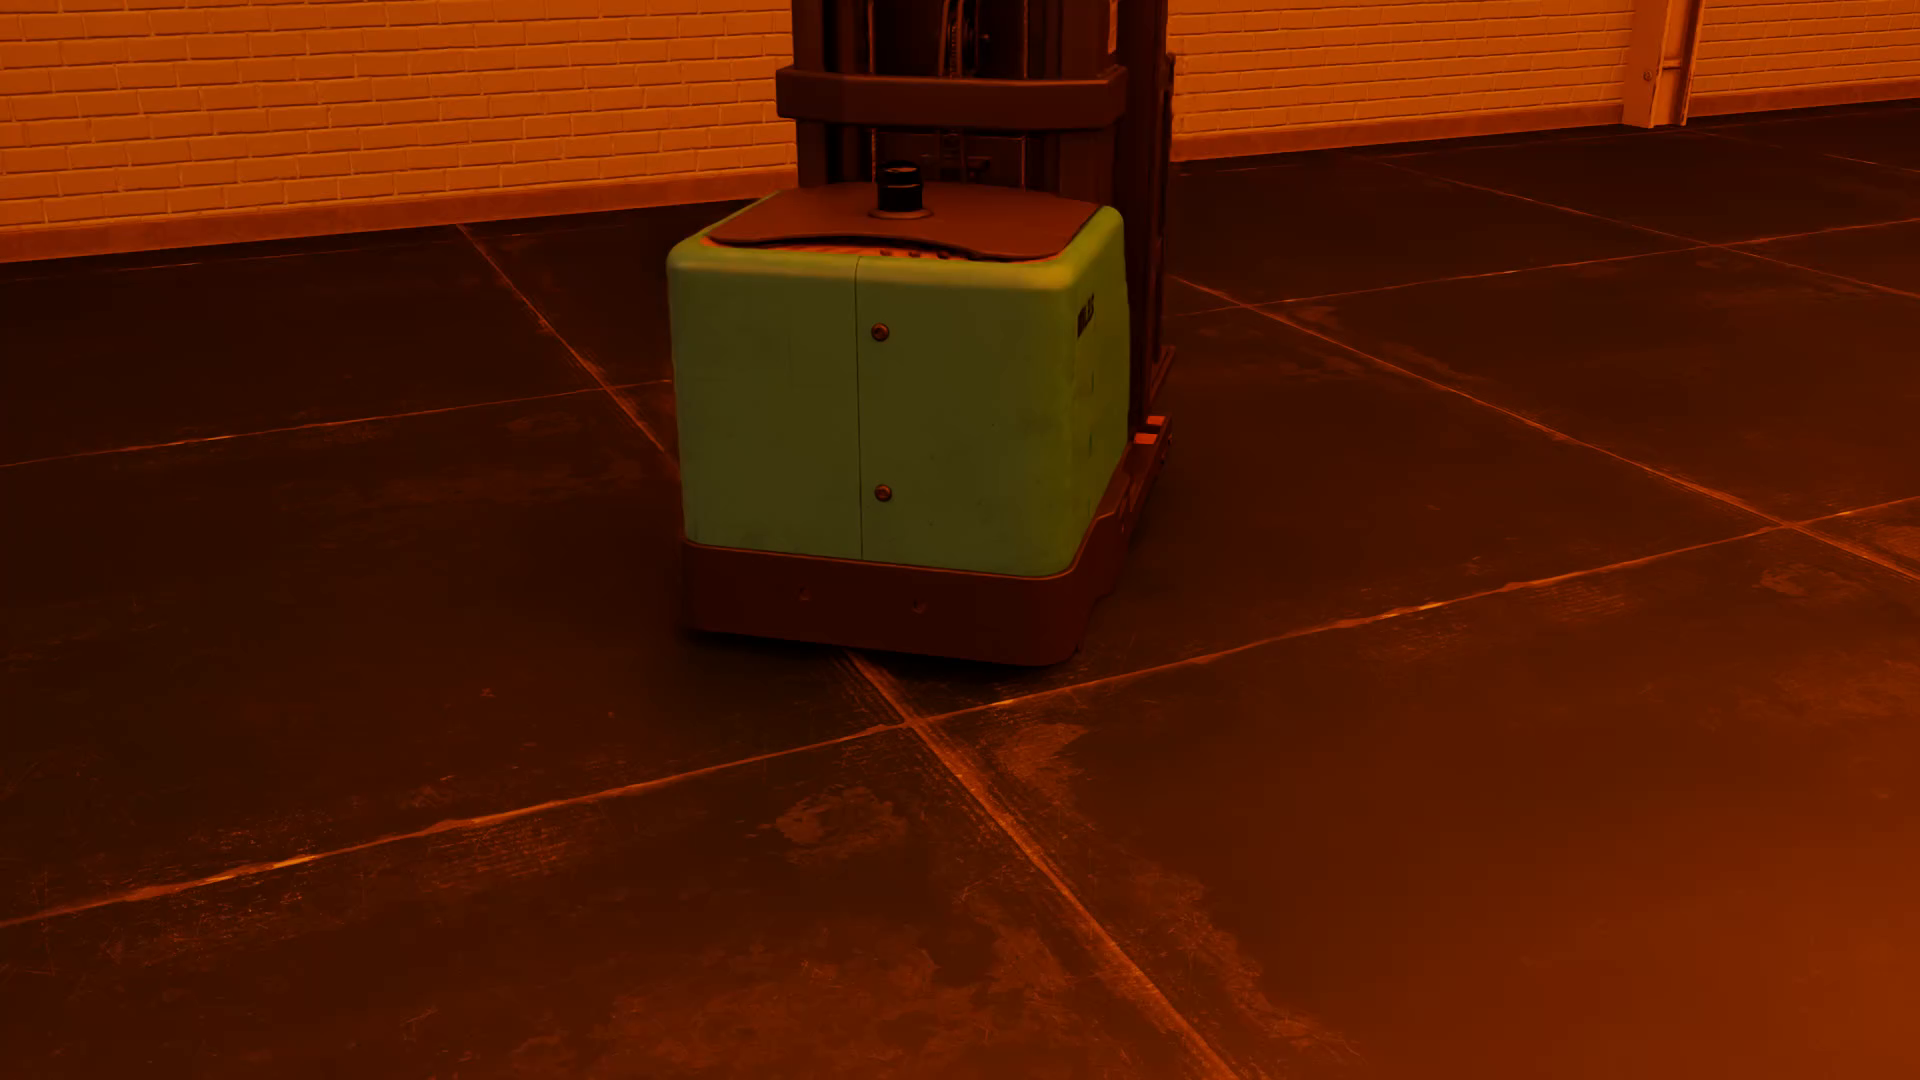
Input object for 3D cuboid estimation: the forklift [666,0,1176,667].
[{"bbox_3d":[0.115,-1.573,5.074,1.130,2.935,3.031,5,23,13],"label":"forklift"}]
